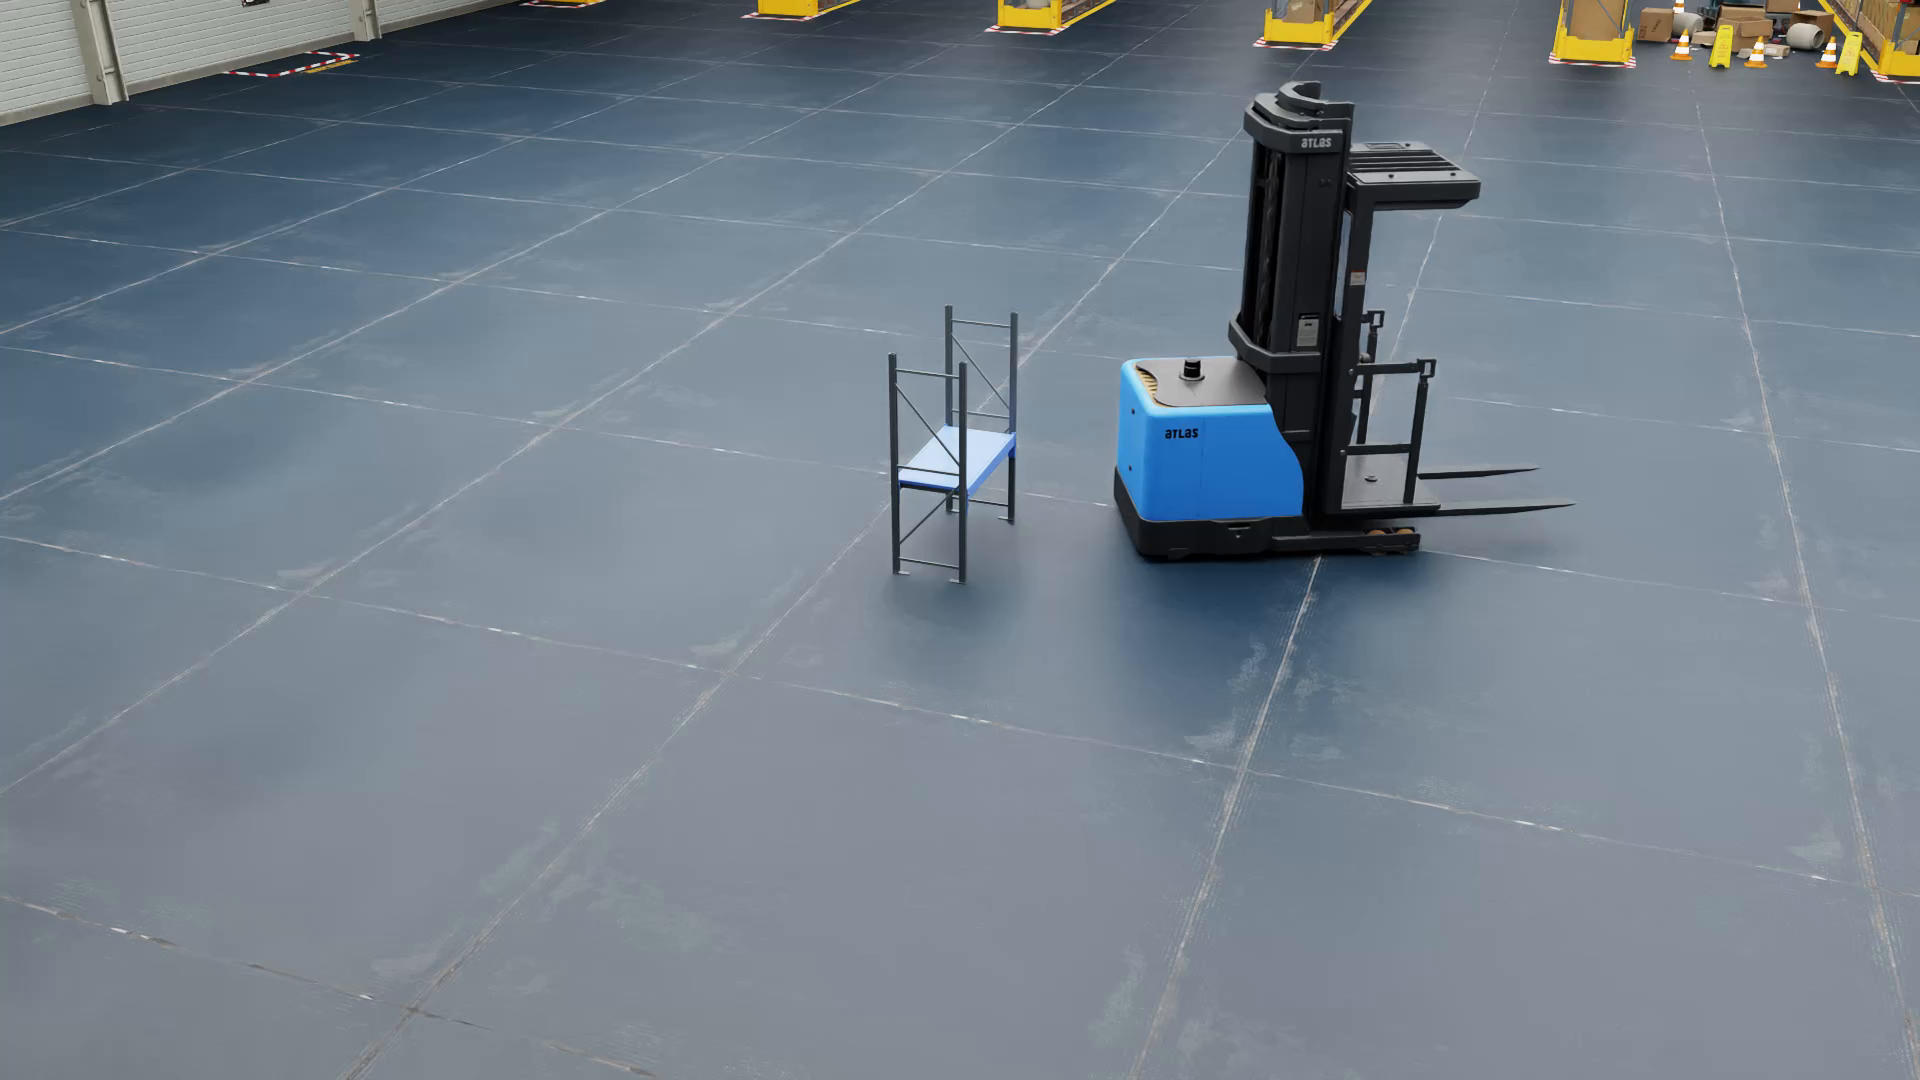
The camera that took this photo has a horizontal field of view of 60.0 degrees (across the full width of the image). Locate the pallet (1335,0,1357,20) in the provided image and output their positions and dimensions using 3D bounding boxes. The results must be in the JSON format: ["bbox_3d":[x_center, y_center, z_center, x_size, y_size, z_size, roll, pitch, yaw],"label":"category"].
[{"bbox_3d":[7.129,-10.324,32.331,1.003,0.211,1.213,9,27,17],"label":"pallet"}]

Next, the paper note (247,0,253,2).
[{"bbox_3d":[-11.586,-8.850,27.097,0.016,0.148,0.142,9,27,17],"label":"paper note"}]

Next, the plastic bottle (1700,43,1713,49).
[{"bbox_3d":[12.998,-8.617,28.977,0.133,0.061,0.283,0,26,-1],"label":"plastic bottle"}]

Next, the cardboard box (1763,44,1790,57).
[{"bbox_3d":[13.865,-8.328,28.279,0.250,0.149,0.380,-20,33,-36],"label":"cardboard box"}]

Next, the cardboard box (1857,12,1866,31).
[{"bbox_3d":[16.214,-9.171,29.424,0.500,0.250,0.500,7,27,15],"label":"cardboard box"}]

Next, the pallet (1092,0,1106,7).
[{"bbox_3d":[2.386,-11.054,33.838,1.003,0.211,1.213,9,27,17],"label":"pallet"}]

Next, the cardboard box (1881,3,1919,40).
[{"bbox_3d":[15.354,-8.436,27.043,0.500,0.500,0.500,9,27,18],"label":"cardboard box"}]

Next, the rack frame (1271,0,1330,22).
[{"bbox_3d":[5.988,-10.217,28.909,1.000,3.000,0.127,9,27,17],"label":"rack frame"}]

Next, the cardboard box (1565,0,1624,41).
[{"bbox_3d":[10.795,-8.977,28.305,0.875,0.875,0.875,9,27,18],"label":"cardboard box"}]

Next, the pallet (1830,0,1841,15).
[{"bbox_3d":[17.734,-10.491,32.676,1.003,0.211,1.213,9,27,17],"label":"pallet"}]

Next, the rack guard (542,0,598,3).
[{"bbox_3d":[-7.999,-11.278,33.969,1.175,0.500,0.348,9,27,17],"label":"rack guard"}]

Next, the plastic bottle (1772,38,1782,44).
[{"bbox_3d":[14.467,-8.842,29.443,0.133,0.061,0.283,14,29,26],"label":"plastic bottle"}]

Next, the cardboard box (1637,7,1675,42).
[{"bbox_3d":[12.414,-9.189,29.652,0.500,0.500,0.500,14,29,26],"label":"cardboard box"}]

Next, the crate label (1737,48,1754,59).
[{"bbox_3d":[13.303,-8.208,28.046,0.250,0.136,0.298,-5,26,-9],"label":"crate label"}]

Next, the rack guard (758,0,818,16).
[{"bbox_3d":[-3.360,-10.520,32.404,1.175,0.500,0.348,9,27,17],"label":"rack guard"}]

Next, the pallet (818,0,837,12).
[{"bbox_3d":[-3.137,-10.720,33.148,1.003,0.211,1.213,9,27,17],"label":"pallet"}]

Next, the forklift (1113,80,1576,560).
[{"bbox_3d":[2.632,-1.443,10.868,3.031,2.935,1.130,-3,26,-5],"label":"forklift"}]

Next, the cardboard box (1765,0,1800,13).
[{"bbox_3d":[14.976,-9.885,30.223,0.500,0.500,0.500,9,27,17],"label":"cardboard box"}]

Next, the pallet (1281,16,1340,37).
[{"bbox_3d":[6.317,-9.322,30.260,1.003,0.211,1.213,9,27,17],"label":"pallet"}]

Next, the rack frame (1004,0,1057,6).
[{"bbox_3d":[1.318,-10.935,30.392,1.000,3.000,0.127,9,27,17],"label":"rack frame"}]

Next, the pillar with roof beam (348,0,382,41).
[{"bbox_3d":[-6.544,-12.395,26.524,9.100,9.000,0.400,9,27,17],"label":"pillar with roof beam"}]

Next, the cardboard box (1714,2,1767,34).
[{"bbox_3d":[13.834,-9.191,29.501,0.797,0.637,0.503,9,27,17],"label":"cardboard box"}]

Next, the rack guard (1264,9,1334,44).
[{"bbox_3d":[6.014,-9.123,29.518,1.175,0.500,0.348,9,27,17],"label":"rack guard"}]

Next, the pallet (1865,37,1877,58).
[{"bbox_3d":[16.070,-8.384,28.324,1.003,0.211,1.213,9,27,17],"label":"pallet"}]

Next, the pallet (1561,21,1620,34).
[{"bbox_3d":[11.232,-9.040,29.679,1.003,0.211,1.213,9,27,17],"label":"pallet"}]

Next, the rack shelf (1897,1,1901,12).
[{"bbox_3d":[15.999,-9.278,27.795,1.077,0.370,4.000,9,27,17],"label":"rack shelf"}]

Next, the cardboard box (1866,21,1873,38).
[{"bbox_3d":[15.873,-8.732,28.516,0.500,0.250,0.500,8,27,17],"label":"cardboard box"}]

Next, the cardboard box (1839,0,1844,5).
[{"bbox_3d":[17.560,-10.538,32.107,0.950,0.372,0.625,8,27,16],"label":"cardboard box"}]

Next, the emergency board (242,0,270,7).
[{"bbox_3d":[-11.483,-9.308,27.032,0.157,1.169,0.626,9,27,17],"label":"emergency board"}]

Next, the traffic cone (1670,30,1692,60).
[{"bbox_3d":[12.148,-8.326,27.916,0.336,0.463,0.334,9,27,17],"label":"traffic cone"}]

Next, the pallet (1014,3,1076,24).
[{"bbox_3d":[1.574,-10.051,31.767,1.003,0.211,1.213,9,27,17],"label":"pallet"}]

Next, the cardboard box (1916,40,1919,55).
[{"bbox_3d":[15.863,-8.022,27.050,0.500,0.250,0.500,9,27,17],"label":"cardboard box"}]

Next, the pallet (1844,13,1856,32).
[{"bbox_3d":[16.922,-9.488,30.605,1.003,0.211,1.213,9,27,17],"label":"pallet"}]

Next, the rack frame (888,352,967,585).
[{"bbox_3d":[-0.198,-0.431,10.419,0.500,1.500,0.032,9,27,17],"label":"rack frame"}]

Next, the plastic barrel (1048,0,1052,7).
[{"bbox_3d":[1.631,-10.492,31.850,0.421,0.512,0.421,0,26,0],"label":"plastic barrel"}]

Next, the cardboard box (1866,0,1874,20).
[{"bbox_3d":[16.047,-9.287,28.802,0.500,0.500,0.500,10,28,20],"label":"cardboard box"}]

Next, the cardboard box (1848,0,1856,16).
[{"bbox_3d":[17.073,-9.941,30.874,0.950,0.372,0.625,11,28,21],"label":"cardboard box"}]

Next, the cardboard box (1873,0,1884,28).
[{"bbox_3d":[15.699,-8.857,27.913,0.500,0.500,0.500,8,27,16],"label":"cardboard box"}]

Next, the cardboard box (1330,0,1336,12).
[{"bbox_3d":[6.833,-10.263,31.391,0.500,0.500,0.500,6,27,13],"label":"cardboard box"}]

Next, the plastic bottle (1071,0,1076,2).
[{"bbox_3d":[2.215,-10.605,32.337,0.097,0.271,0.097,0,26,0],"label":"plastic bottle"}]

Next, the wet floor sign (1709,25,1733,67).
[{"bbox_3d":[12.490,-8.097,27.233,0.267,0.644,0.232,4,26,8],"label":"wet floor sign"}]

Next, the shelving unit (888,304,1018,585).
[{"bbox_3d":[-0.028,-0.640,10.851,0.538,1.500,1.048,9,27,17],"label":"shelving unit"}]

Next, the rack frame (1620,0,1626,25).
[{"bbox_3d":[11.963,-11.100,30.733,1.000,3.000,0.127,9,27,17],"label":"rack frame"}]

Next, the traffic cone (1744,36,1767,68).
[{"bbox_3d":[13.100,-8.023,27.289,0.336,0.463,0.334,9,27,17],"label":"traffic cone"}]

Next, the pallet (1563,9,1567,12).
[{"bbox_3d":[12.149,-10.173,32.018,1.003,0.211,1.213,9,27,17],"label":"pallet"}]

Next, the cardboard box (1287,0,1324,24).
[{"bbox_3d":[6.212,-9.535,29.887,0.500,0.500,0.500,14,29,27],"label":"cardboard box"}]

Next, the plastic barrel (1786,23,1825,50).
[{"bbox_3d":[14.593,-8.688,28.709,0.421,0.421,0.512,-14,29,-27],"label":"plastic barrel"}]

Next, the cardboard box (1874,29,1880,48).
[{"bbox_3d":[15.529,-8.314,27.652,0.500,0.250,0.500,9,27,18],"label":"cardboard box"}]

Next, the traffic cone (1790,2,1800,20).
[{"bbox_3d":[15.757,-9.994,31.360,0.336,0.463,0.334,9,27,17],"label":"traffic cone"}]

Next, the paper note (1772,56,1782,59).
[{"bbox_3d":[13.771,-8.120,27.986,0.148,0.019,0.142,0,26,-1],"label":"paper note"}]

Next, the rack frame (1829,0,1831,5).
[{"bbox_3d":[17.996,-12.067,32.731,1.000,3.000,0.127,9,27,17],"label":"rack frame"}]
